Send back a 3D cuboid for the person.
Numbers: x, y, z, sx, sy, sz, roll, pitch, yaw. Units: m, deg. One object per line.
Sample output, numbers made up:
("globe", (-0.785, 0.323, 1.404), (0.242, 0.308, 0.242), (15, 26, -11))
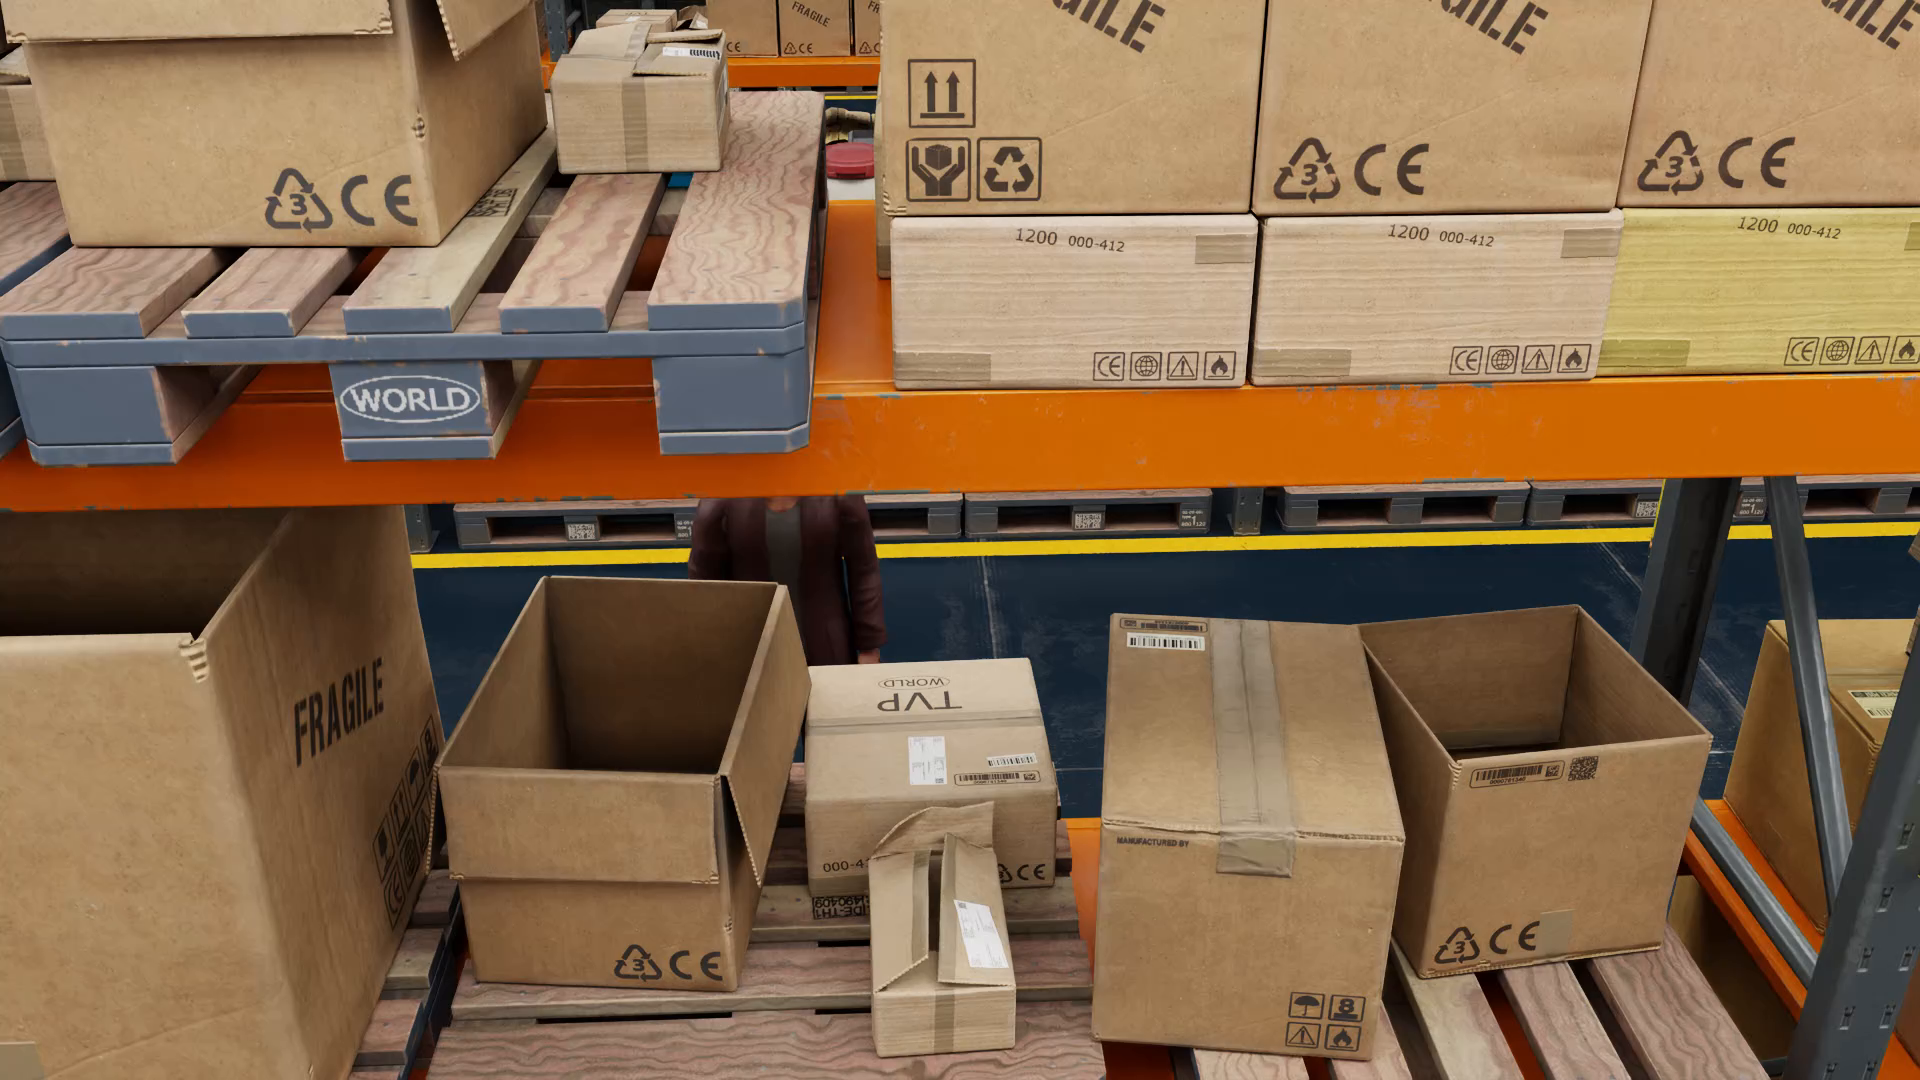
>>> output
("person", (-0.563, 0.357, 5.439), (0.656, 1.774, 0.417), (-2, 27, -4))
